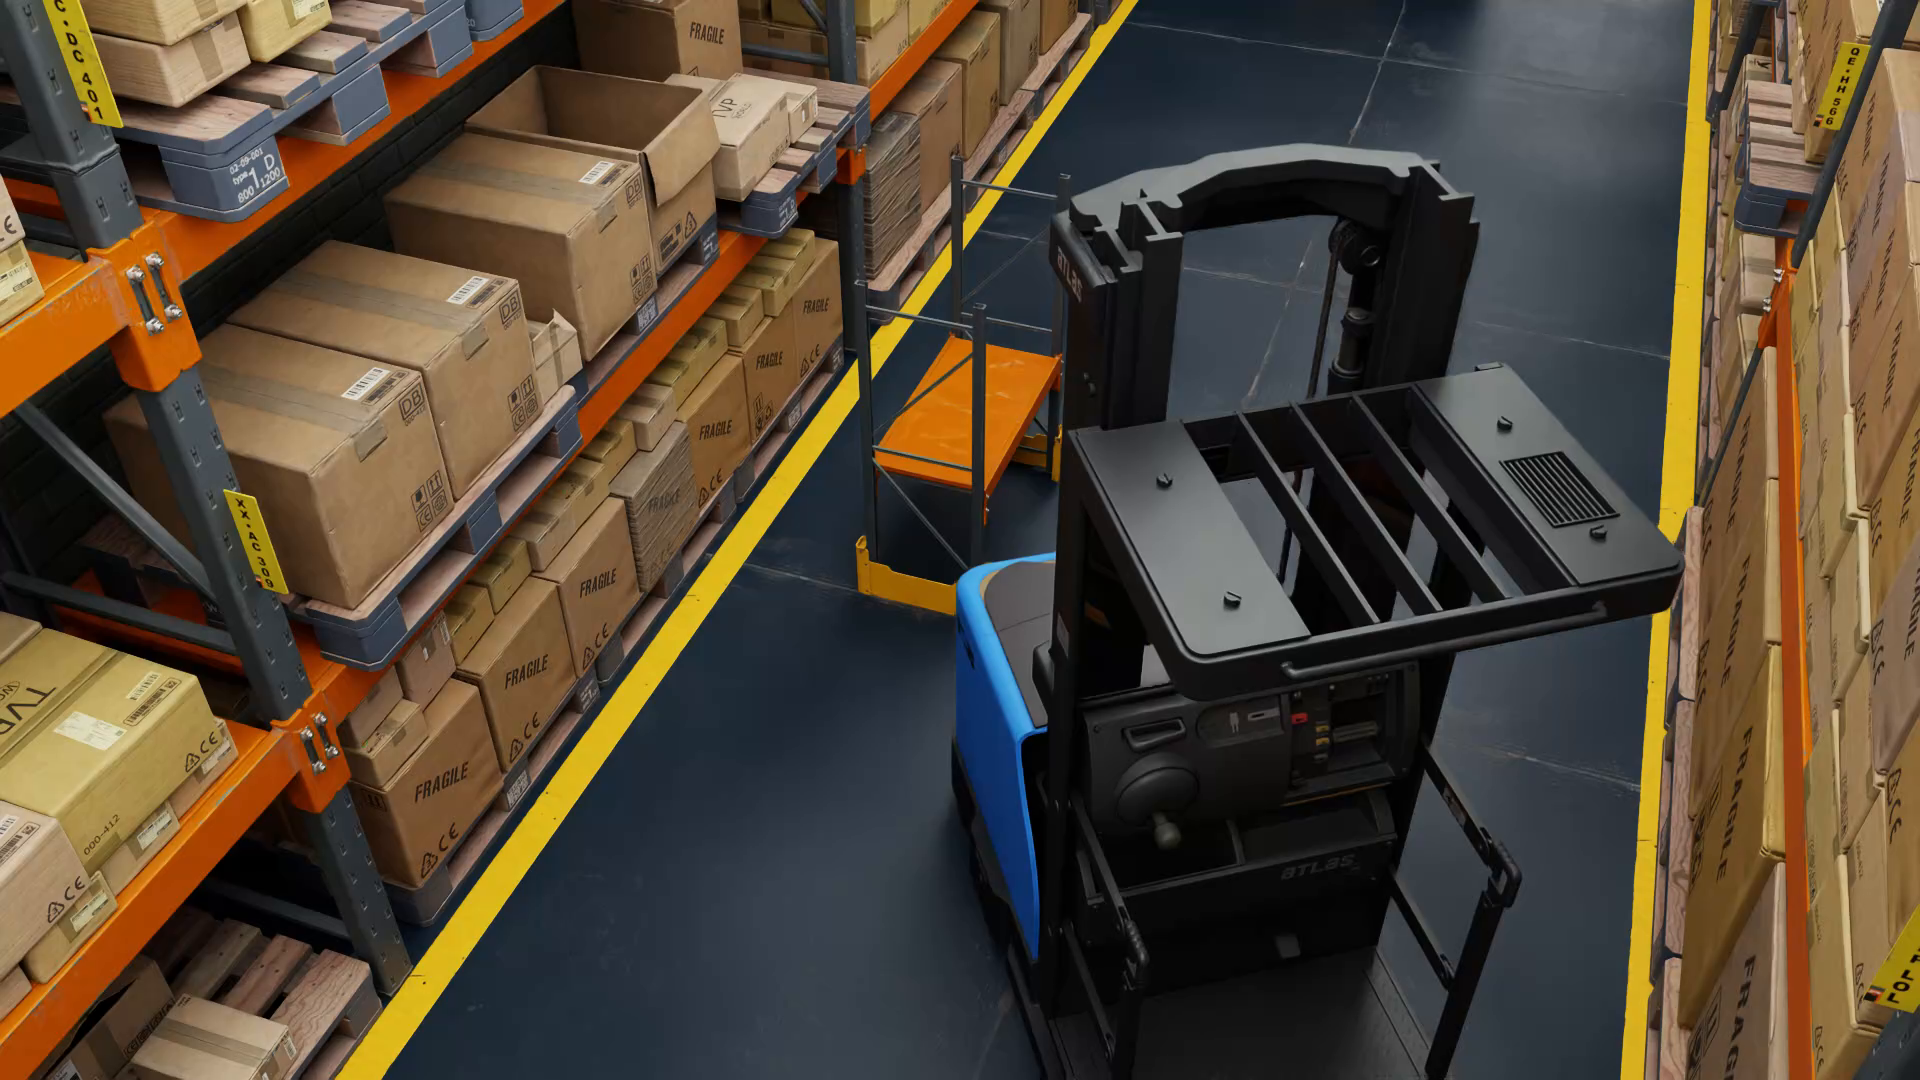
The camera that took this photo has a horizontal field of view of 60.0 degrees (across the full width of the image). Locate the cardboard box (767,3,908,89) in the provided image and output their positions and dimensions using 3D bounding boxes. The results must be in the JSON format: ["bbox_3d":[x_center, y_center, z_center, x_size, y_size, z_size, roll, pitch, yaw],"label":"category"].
[{"bbox_3d":[-0.569,-2.378,7.842,0.500,0.250,0.500,13,42,15],"label":"cardboard box"}]

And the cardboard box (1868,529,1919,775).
[{"bbox_3d":[2.434,0.257,3.791,0.500,0.500,0.500,14,42,16],"label":"cardboard box"}]

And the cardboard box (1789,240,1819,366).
[{"bbox_3d":[3.312,-0.819,6.015,0.500,0.250,0.500,13,42,14],"label":"cardboard box"}]

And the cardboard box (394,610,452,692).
[{"bbox_3d":[-1.902,0.323,5.433,0.380,0.149,0.250,11,42,13],"label":"cardboard box"}]

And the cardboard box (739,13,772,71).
[{"bbox_3d":[-1.037,-2.492,7.976,0.500,0.250,0.500,12,42,14],"label":"cardboard box"}]

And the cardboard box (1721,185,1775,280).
[{"bbox_3d":[4.427,-1.535,8.439,0.950,0.372,0.625,15,43,17],"label":"cardboard box"}]

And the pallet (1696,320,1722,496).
[{"bbox_3d":[3.984,-0.535,7.714,1.003,0.211,1.213,13,42,15],"label":"pallet"}]

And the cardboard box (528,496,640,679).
[{"bbox_3d":[-1.594,0.137,6.381,0.500,0.500,0.500,12,42,14],"label":"cardboard box"}]

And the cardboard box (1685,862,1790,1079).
[{"bbox_3d":[2.484,1.573,4.409,0.875,0.875,0.875,15,43,16],"label":"cardboard box"}]

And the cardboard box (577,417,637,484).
[{"bbox_3d":[-1.493,-0.376,6.482,0.380,0.149,0.250,13,42,15],"label":"cardboard box"}]

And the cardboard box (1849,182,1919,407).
[{"bbox_3d":[2.965,-0.674,4.882,0.500,0.500,0.500,14,43,16],"label":"cardboard box"}]

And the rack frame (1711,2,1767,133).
[{"bbox_3d":[5.083,-3.559,9.110,1.000,3.000,0.127,13,42,15],"label":"rack frame"}]

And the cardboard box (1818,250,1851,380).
[{"bbox_3d":[3.132,-0.683,5.470,0.500,0.250,0.500,14,42,16],"label":"cardboard box"}]

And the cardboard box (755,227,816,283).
[{"bbox_3d":[-0.881,-1.317,7.585,0.380,0.149,0.250,11,42,13],"label":"cardboard box"}]

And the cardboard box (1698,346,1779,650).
[{"bbox_3d":[3.401,-0.068,6.332,0.875,0.875,0.875,13,42,15],"label":"cardboard box"}]

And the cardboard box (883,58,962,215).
[{"bbox_3d":[-0.508,-2.253,9.085,0.875,0.625,0.625,15,43,16],"label":"cardboard box"}]

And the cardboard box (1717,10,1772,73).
[{"bbox_3d":[5.033,-3.093,10.359,0.500,0.250,0.500,15,43,17],"label":"cardboard box"}]

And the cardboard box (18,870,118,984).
[{"bbox_3d":[-2.325,0.895,4.084,0.380,0.149,0.250,14,43,16],"label":"cardboard box"}]

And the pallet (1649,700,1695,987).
[{"bbox_3d":[2.956,1.147,5.743,1.003,0.211,1.213,13,42,15],"label":"pallet"}]

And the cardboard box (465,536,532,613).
[{"bbox_3d":[-1.765,0.090,5.936,0.380,0.149,0.250,13,42,14],"label":"cardboard box"}]

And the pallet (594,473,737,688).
[{"bbox_3d":[-1.660,0.031,7.051,1.003,0.211,1.213,13,42,15],"label":"pallet"}]

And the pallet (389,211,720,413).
[{"bbox_3d":[-1.611,-0.958,6.210,1.003,0.211,1.213,13,42,15],"label":"pallet"}]

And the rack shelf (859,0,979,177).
[{"bbox_3d":[-0.266,-3.165,9.203,1.077,0.370,4.000,13,42,15],"label":"rack shelf"}]

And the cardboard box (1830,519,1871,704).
[{"bbox_3d":[2.605,0.241,4.387,0.500,0.250,0.500,14,43,16],"label":"cardboard box"}]

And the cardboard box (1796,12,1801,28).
[{"bbox_3d":[4.062,-2.398,7.620,0.380,0.149,0.250,12,42,14],"label":"cardboard box"}]

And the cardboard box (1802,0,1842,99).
[{"bbox_3d":[3.776,-2.087,6.755,0.500,0.500,0.500,13,42,14],"label":"cardboard box"}]

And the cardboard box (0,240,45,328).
[{"bbox_3d":[-2.164,-0.540,3.454,0.380,0.149,0.250,13,42,15],"label":"cardboard box"}]

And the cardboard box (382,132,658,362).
[{"bbox_3d":[-1.497,-1.017,5.730,0.700,0.500,0.500,13,42,15],"label":"cardboard box"}]

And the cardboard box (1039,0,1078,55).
[{"bbox_3d":[0.250,-3.594,10.657,0.875,0.625,0.625,15,43,17],"label":"cardboard box"}]

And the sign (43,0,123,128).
[{"bbox_3d":[-1.806,-1.001,3.403,0.100,0.325,0.005,13,42,15],"label":"sign"}]

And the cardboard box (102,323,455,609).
[{"bbox_3d":[-1.943,-0.222,4.799,0.700,0.500,0.500,14,43,16],"label":"cardboard box"}]

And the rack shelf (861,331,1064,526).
[{"bbox_3d":[0.029,-0.486,6.941,0.538,0.185,1.000,13,42,15],"label":"rack shelf"}]

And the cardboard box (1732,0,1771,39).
[{"bbox_3d":[5.033,-3.378,10.116,0.500,0.500,0.500,13,42,14],"label":"cardboard box"}]

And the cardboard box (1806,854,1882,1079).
[{"bbox_3d":[2.264,1.048,3.826,0.500,0.250,0.500,12,42,14],"label":"cardboard box"}]

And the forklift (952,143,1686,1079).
[{"bbox_3d":[0.839,0.640,4.242,1.130,2.935,3.031,-10,41,-11],"label":"forklift"}]

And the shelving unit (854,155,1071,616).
[{"bbox_3d":[0.026,-0.617,6.818,0.587,1.500,1.083,13,42,15],"label":"shelving unit"}]

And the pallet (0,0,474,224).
[{"bbox_3d":[-2.029,-1.231,4.215,1.213,0.211,1.003,13,42,15],"label":"pallet"}]

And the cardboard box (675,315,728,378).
[{"bbox_3d":[-1.210,-0.842,7.028,0.380,0.149,0.250,14,43,16],"label":"cardboard box"}]

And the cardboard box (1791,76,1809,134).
[{"bbox_3d":[3.674,-1.779,6.894,0.380,0.149,0.250,13,42,15],"label":"cardboard box"}]

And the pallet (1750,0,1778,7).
[{"bbox_3d":[4.685,-3.052,8.664,1.003,0.211,1.213,13,42,15],"label":"pallet"}]

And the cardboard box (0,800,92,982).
[{"bbox_3d":[-2.420,0.839,3.842,0.500,0.250,0.500,13,42,15],"label":"cardboard box"}]

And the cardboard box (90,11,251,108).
[{"bbox_3d":[-1.842,-1.116,3.729,0.380,0.149,0.250,14,42,16],"label":"cardboard box"}]

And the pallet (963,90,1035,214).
[{"bbox_3d":[-0.213,-2.393,9.892,1.003,0.211,1.213,13,42,15],"label":"pallet"}]

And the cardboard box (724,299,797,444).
[{"bbox_3d":[-1.074,-0.819,7.501,0.500,0.500,0.500,13,42,14],"label":"cardboard box"}]

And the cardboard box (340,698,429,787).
[{"bbox_3d":[-1.945,0.606,5.331,0.380,0.149,0.250,15,43,17],"label":"cardboard box"}]

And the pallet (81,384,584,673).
[{"bbox_3d":[-1.942,-0.169,5.285,1.003,0.211,1.213,13,42,15],"label":"pallet"}]

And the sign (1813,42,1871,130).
[{"bbox_3d":[3.202,-1.644,6.035,0.100,0.325,0.005,13,42,15],"label":"sign"}]

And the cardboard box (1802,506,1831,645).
[{"bbox_3d":[2.802,0.118,4.916,0.500,0.250,0.500,13,42,15],"label":"cardboard box"}]

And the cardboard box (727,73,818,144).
[{"bbox_3d":[-0.814,-1.797,6.915,0.380,0.149,0.250,14,42,16],"label":"cardboard box"}]

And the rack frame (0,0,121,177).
[{"bbox_3d":[-2.318,-2.061,2.733,1.000,3.000,0.127,13,42,15],"label":"rack frame"}]

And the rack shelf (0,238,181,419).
[{"bbox_3d":[-3.002,0.573,2.510,1.077,0.370,4.000,13,42,15],"label":"rack shelf"}]
